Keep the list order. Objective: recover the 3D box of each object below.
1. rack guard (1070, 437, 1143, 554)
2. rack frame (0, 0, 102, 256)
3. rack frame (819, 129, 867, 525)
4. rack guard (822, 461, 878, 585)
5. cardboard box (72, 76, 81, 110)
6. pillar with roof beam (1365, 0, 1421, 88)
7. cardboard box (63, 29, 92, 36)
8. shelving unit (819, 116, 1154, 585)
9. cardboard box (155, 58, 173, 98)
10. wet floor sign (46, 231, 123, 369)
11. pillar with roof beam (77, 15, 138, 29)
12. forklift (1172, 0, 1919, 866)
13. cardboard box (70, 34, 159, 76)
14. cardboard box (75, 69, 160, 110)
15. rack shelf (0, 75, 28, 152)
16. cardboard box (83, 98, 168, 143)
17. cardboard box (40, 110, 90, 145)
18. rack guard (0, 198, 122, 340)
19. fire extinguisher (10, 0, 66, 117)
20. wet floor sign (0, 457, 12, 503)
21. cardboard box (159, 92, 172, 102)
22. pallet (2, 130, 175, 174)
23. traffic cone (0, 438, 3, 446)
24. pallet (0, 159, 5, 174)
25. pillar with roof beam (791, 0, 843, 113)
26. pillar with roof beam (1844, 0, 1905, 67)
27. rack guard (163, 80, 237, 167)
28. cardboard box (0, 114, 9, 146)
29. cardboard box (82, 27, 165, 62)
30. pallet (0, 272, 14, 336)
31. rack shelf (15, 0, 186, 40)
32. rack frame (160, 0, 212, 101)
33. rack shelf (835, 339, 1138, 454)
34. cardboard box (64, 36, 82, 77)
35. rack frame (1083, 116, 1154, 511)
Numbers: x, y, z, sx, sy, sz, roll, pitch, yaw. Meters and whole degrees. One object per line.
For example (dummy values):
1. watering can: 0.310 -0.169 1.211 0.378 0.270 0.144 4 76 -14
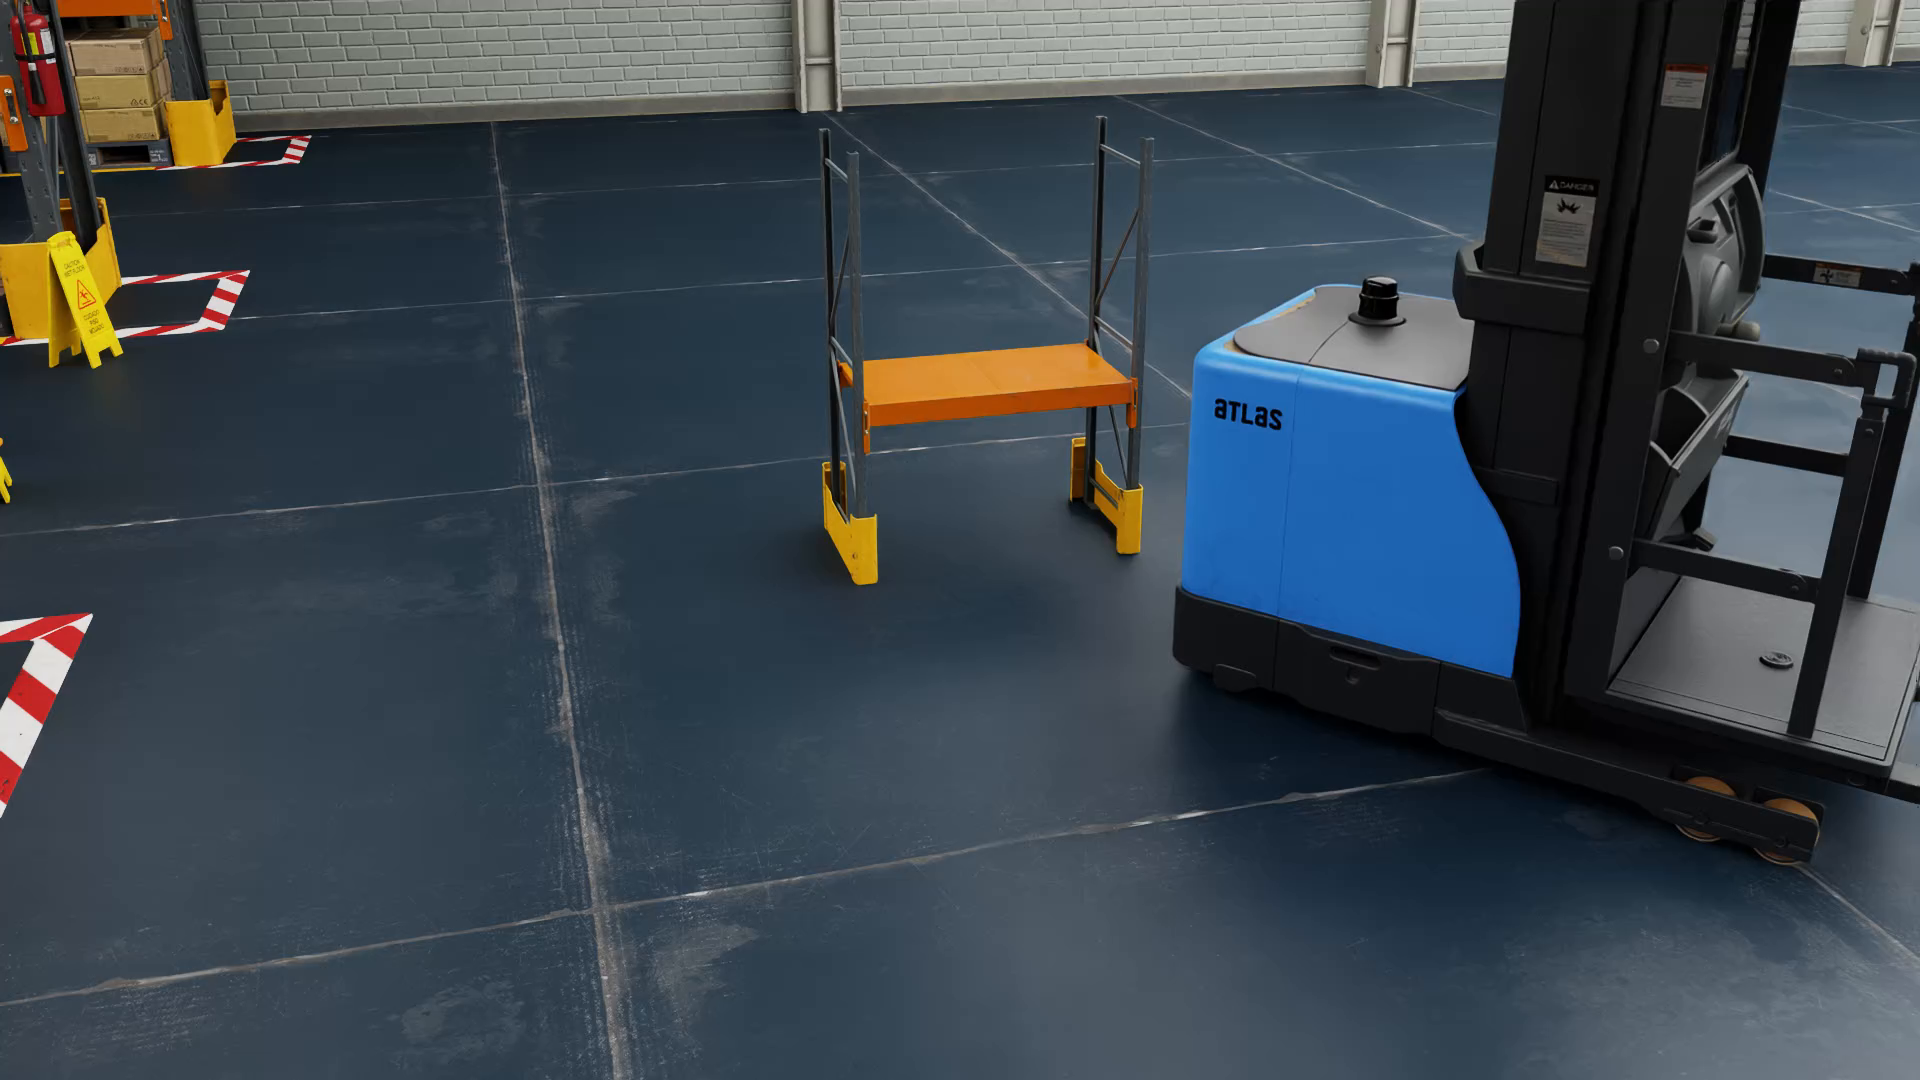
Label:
1. rack guard: 0.553 -0.176 6.343 0.087 0.250 0.587 -6 24 -14
2. rack frame: -4.858 -2.666 8.660 0.127 3.000 1.000 -6 24 -14
3. rack frame: -0.407 -0.644 5.849 0.032 1.500 0.500 -6 24 -14
4. rack guard: -0.406 -0.070 6.096 0.087 0.250 0.587 -6 24 -14
5. cardboard box: -7.073 -3.490 12.899 0.500 0.250 0.500 -7 24 -15
6. pillar with roof beam: 5.600 -7.219 11.662 0.400 9.000 9.100 -6 24 -14
7. cardboard box: -7.197 -3.905 13.234 0.500 0.250 0.500 -6 24 -14
8. shelving unit: 0.073 -0.697 5.973 1.083 1.500 0.587 -6 24 -14
9. cardboard box: -6.711 -3.738 13.479 0.500 0.250 0.500 -6 24 -13
10. wet floor sign: -4.386 -1.198 8.224 0.232 0.644 0.267 2 23 4
11. pillar with roof beam: -5.954 -5.941 8.683 0.400 9.000 9.100 -6 24 -14
12. forklift: 2.176 -0.747 4.273 3.031 2.935 1.130 15 27 31
13. cardboard box: -6.562 -3.772 12.923 0.500 0.250 0.500 -5 24 -13
14. cardboard box: -6.587 -3.539 13.014 0.500 0.250 0.500 -7 24 -15
15. rack shelf: -6.784 -2.123 8.305 4.000 0.370 1.077 -6 24 -14
16. cardboard box: -6.570 -3.310 13.114 0.500 0.250 0.500 -6 24 -14
17. cardboard box: -7.051 -3.260 12.999 0.500 0.250 0.500 -6 24 -14
18. rack guard: -4.931 -1.509 9.134 0.348 0.500 1.175 -6 24 -14
19. fire extinguisher: -4.623 -2.468 8.296 0.183 0.674 0.296 -6 24 -14
20. wet floor sign: -3.931 -0.471 6.528 0.232 0.644 0.267 -11 25 -23
21. cardboard box: -6.728 -3.502 13.561 0.500 0.250 0.500 -6 24 -14
22. pallet: -6.928 -3.172 13.374 1.213 0.211 1.003 -6 24 -14
23. traffic cone: -4.297 -0.580 7.014 0.334 0.463 0.336 -6 24 -14
24. pallet: -8.100 -3.043 13.074 1.213 0.211 1.003 -6 24 -14
25. pillar with roof beam: -0.177 -6.580 10.173 0.400 9.000 9.100 -6 24 -14
26. pillar with roof beam: 11.377 -7.858 13.152 0.400 9.000 9.100 -6 24 -14
27. rack guard: -6.179 -3.404 13.550 0.348 0.500 1.175 -6 24 -14
28. cardboard box: -7.535 -3.211 12.883 0.500 0.250 0.500 -6 24 -14
29. cardboard box: -6.716 -3.960 13.361 0.500 0.250 0.500 -7 24 -15
30. pallet: -5.723 -1.304 9.020 1.213 0.211 1.003 -6 24 -14
31. rack shelf: -8.128 -4.007 12.696 4.000 0.370 1.077 -6 24 -14
32. rack frame: -6.203 -4.550 13.051 0.127 3.000 1.000 -6 24 -14
33. rack shelf: 0.082 -0.533 6.046 1.000 0.185 0.538 -6 24 -14
34. cardboard box: -7.052 -3.715 12.791 0.500 0.250 0.500 -6 24 -13
35. rack frame: 0.572 -0.752 6.102 0.032 1.500 0.500 -6 24 -14
